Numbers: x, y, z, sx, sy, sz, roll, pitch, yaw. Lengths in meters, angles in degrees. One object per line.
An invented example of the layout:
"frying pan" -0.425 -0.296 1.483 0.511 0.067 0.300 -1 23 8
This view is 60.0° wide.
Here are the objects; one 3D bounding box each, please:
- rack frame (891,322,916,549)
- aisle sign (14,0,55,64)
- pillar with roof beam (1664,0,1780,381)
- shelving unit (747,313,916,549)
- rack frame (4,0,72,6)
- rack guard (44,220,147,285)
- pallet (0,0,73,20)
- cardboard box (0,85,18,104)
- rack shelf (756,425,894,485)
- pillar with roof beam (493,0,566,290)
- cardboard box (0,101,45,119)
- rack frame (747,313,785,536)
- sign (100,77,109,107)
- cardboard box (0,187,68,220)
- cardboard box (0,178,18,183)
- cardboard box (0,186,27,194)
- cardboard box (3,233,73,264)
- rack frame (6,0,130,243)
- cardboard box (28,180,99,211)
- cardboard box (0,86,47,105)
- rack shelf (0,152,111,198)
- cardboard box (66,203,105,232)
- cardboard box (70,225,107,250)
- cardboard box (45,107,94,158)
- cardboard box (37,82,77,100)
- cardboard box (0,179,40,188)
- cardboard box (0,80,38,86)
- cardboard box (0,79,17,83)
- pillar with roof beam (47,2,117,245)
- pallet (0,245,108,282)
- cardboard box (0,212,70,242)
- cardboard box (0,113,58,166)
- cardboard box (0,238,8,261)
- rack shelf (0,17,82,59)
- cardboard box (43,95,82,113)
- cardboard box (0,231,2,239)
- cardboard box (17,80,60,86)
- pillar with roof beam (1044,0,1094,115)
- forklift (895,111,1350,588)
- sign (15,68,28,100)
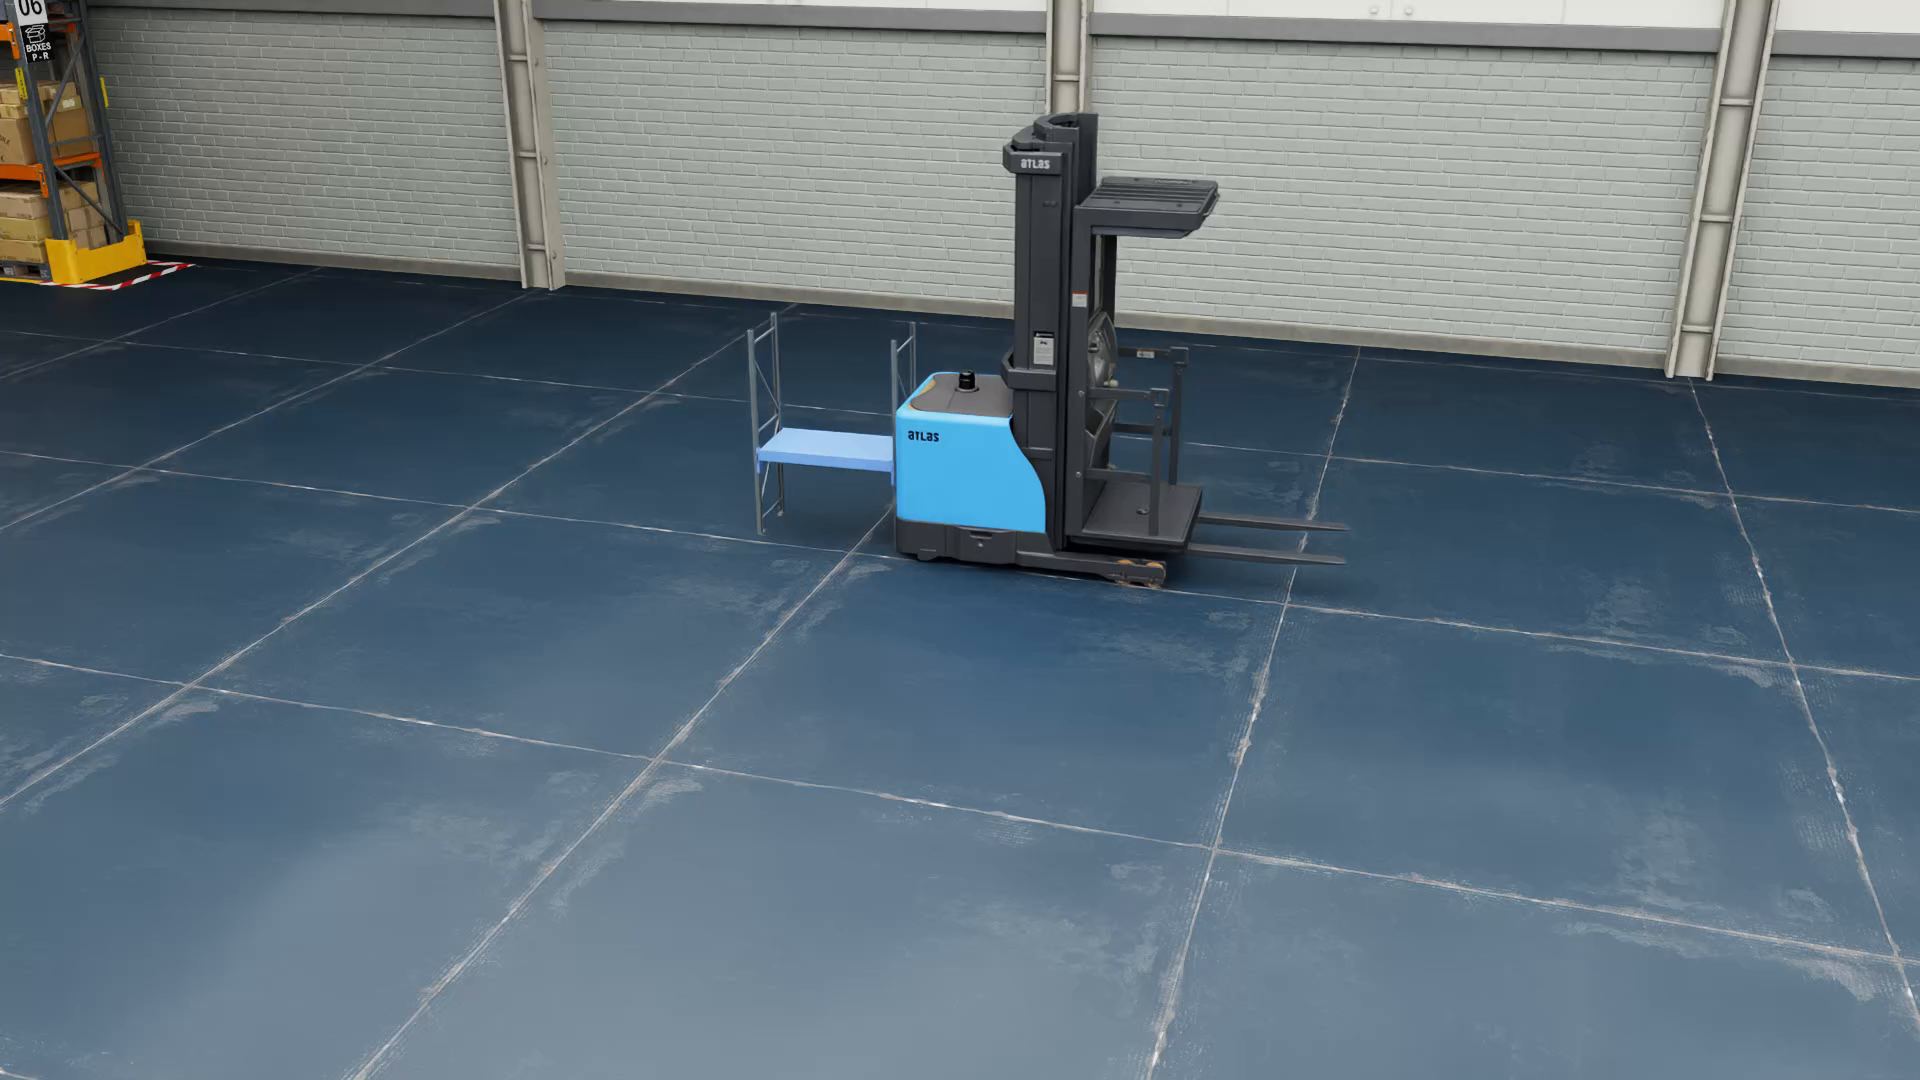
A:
"rack frame" -0.383 -0.723 11.555 0.032 1.500 0.500 5 23 13
"aisle sign" -10.045 -5.595 18.033 0.004 0.787 0.394 7 23 16
"pillar with roof beam" 5.560 -4.148 10.026 0.400 9.000 9.100 7 23 16
"shelving unit" -0.876 -0.770 11.671 1.048 1.500 0.538 5 23 13
"rack frame" -10.023 -7.282 17.665 0.127 3.000 1.000 7 23 16
"rack guard" -10.000 -3.347 19.272 0.348 0.500 1.175 7 23 16
"pallet" -10.692 -5.940 18.463 1.213 0.211 1.003 7 23 16
"cardboard box" -10.672 -4.969 18.553 0.250 0.149 0.380 7 23 16
"rack shelf" -0.876 -0.604 11.739 1.000 0.185 0.538 5 23 13
"pillar with roof beam" -5.928 -5.464 13.233 0.400 9.000 9.100 7 23 16
"cardboard box" -10.436 -4.789 18.506 0.250 0.149 0.380 7 23 16
"rack frame" -1.369 -0.817 11.787 0.032 1.500 0.500 5 23 13
"sign" -9.857 -5.145 19.114 0.005 0.325 0.100 7 23 16
"cardboard box" -10.554 -3.828 18.903 0.500 0.250 0.500 7 23 17
"cardboard box" -11.383 -4.125 19.626 0.500 0.250 0.500 6 23 15
"cardboard box" -11.044 -3.882 19.034 0.500 0.250 0.500 7 23 16
"cardboard box" -10.564 -3.365 19.092 0.500 0.250 0.500 7 23 16
"rack frame" -10.023 -4.506 18.804 0.127 3.000 1.000 7 23 16
"cardboard box" -10.428 -4.013 19.352 0.500 0.250 0.500 6 23 15
"cardboard box" -10.427 -4.953 18.514 0.250 0.149 0.380 7 23 16
"rack shelf" -11.938 -4.393 19.475 4.000 0.370 1.077 7 23 16
"cardboard box" -10.413 -3.787 19.461 0.500 0.250 0.500 7 23 16
"cardboard box" -10.437 -3.554 19.550 0.500 0.250 0.500 7 23 16
"cardboard box" -10.417 -4.708 19.163 0.500 0.500 0.500 7 23 17
"cardboard box" -10.283 -5.105 18.884 0.250 0.149 0.380 6 23 14
"cardboard box" -10.908 -4.066 19.483 0.500 0.250 0.500 7 23 16
"cardboard box" -10.780 -5.170 19.042 0.250 0.149 0.380 7 23 17
"cardboard box" -11.013 -5.202 19.121 0.250 0.149 0.380 7 23 16
"pillar with roof beam" -11.673 -6.122 14.836 0.400 9.000 9.100 7 23 16
"pallet" -10.767 -3.285 19.500 1.213 0.211 1.003 7 23 16
"cardboard box" -10.579 -3.600 19.004 0.500 0.250 0.500 6 23 15
"cardboard box" -10.570 -4.511 18.684 0.500 0.500 0.500 6 23 14
"cardboard box" -11.037 -3.423 19.233 0.500 0.250 0.500 7 23 15
"rack shelf" -11.938 -5.781 18.905 4.000 0.370 1.077 7 23 16
"cardboard box" -10.273 -4.984 18.982 0.250 0.149 0.380 6 23 14
"cardboard box" -11.056 -3.659 19.148 0.500 0.250 0.500 6 23 15
"cardboard box" -10.519 -5.157 19.011 0.250 0.149 0.380 7 23 17
"pillar with roof beam" -0.184 -4.806 11.629 0.400 9.000 9.100 7 23 16
"forklift" 1.129 -1.262 10.985 3.031 2.935 1.130 5 23 13
"sign" -10.193 -4.956 18.062 0.005 0.325 0.100 7 23 16
